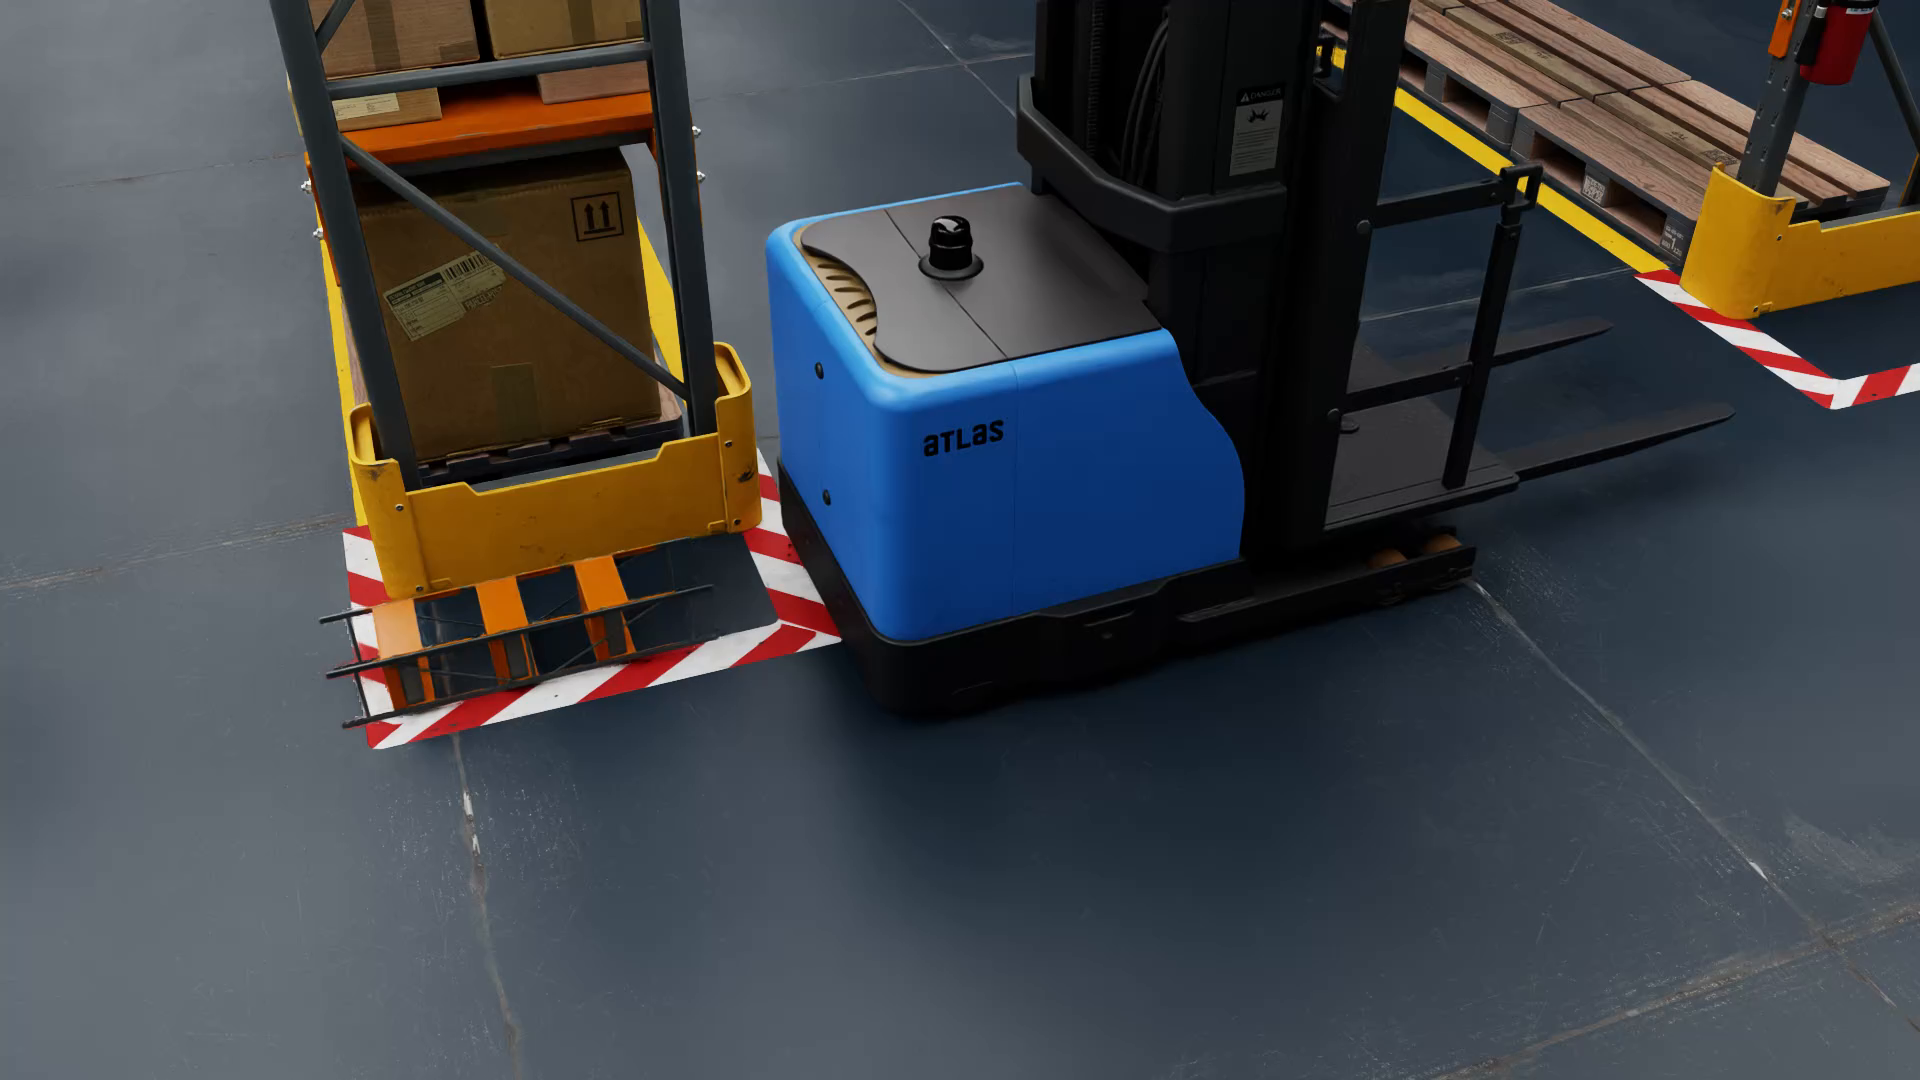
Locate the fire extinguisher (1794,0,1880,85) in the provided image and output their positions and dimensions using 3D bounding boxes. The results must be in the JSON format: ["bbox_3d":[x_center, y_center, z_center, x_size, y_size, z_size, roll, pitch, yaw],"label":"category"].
[{"bbox_3d":[3.043,-1.899,5.652,0.296,0.674,0.183,-12,39,-16],"label":"fire extinguisher"}]

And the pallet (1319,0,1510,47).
[{"bbox_3d":[2.331,-2.996,9.052,1.003,0.211,1.213,-12,39,-16],"label":"pallet"}]

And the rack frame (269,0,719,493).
[{"bbox_3d":[-1.232,-1.232,4.393,1.000,3.000,0.127,-12,39,-16],"label":"rack frame"}]

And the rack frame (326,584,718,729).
[{"bbox_3d":[-1.193,0.320,4.621,1.050,0.200,0.008,-13,39,-17],"label":"rack frame"}]

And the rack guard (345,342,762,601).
[{"bbox_3d":[-1.224,-0.220,5.127,1.175,0.500,0.348,-12,39,-16],"label":"rack guard"}]

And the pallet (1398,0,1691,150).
[{"bbox_3d":[2.755,-2.306,8.136,1.003,0.211,1.213,-12,39,-16],"label":"pallet"}]

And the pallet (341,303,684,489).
[{"bbox_3d":[-1.581,-0.554,5.810,1.003,0.211,1.213,-12,39,-16],"label":"pallet"}]

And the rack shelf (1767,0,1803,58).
[{"bbox_3d":[2.730,-3.100,7.471,1.077,0.370,4.000,-12,39,-16],"label":"rack shelf"}]

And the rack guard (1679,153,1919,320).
[{"bbox_3d":[3.439,-1.248,6.492,1.175,0.500,0.348,-12,39,-16],"label":"rack guard"}]

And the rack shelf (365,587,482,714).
[{"bbox_3d":[-1.491,0.311,4.633,0.259,0.215,0.240,-13,39,-17],"label":"rack shelf"}]

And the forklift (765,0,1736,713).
[{"bbox_3d":[1.012,-1.258,4.484,3.031,2.935,1.130,-14,39,-17],"label":"forklift"}]

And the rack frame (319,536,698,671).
[{"bbox_3d":[-1.281,0.183,4.803,1.050,0.200,0.008,-13,39,-17],"label":"rack frame"}]

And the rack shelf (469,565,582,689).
[{"bbox_3d":[-1.227,0.249,4.715,0.259,0.215,0.240,-13,39,-17],"label":"rack shelf"}]

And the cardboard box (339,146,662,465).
[{"bbox_3d":[-1.528,-0.896,5.364,0.875,0.875,0.875,-12,39,-16],"label":"cardboard box"}]

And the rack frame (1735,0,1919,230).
[{"bbox_3d":[3.418,-2.258,5.754,1.000,3.000,0.127,-12,39,-16],"label":"rack frame"}]

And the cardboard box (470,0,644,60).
[{"bbox_3d":[-1.144,-1.618,4.783,0.500,0.250,0.500,-13,39,-17],"label":"cardboard box"}]

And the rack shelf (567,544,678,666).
[{"bbox_3d":[-0.967,0.189,4.795,0.259,0.215,0.240,-13,39,-17],"label":"rack shelf"}]

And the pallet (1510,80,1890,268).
[{"bbox_3d":[3.171,-1.618,7.222,1.003,0.211,1.213,-12,39,-16],"label":"pallet"}]

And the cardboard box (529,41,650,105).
[{"bbox_3d":[-1.045,-1.401,4.825,0.380,0.149,0.250,-12,39,-15],"label":"cardboard box"}]

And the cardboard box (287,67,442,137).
[{"bbox_3d":[-1.664,-1.265,4.645,0.380,0.149,0.250,-12,39,-15],"label":"cardboard box"}]

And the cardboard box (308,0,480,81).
[{"bbox_3d":[-1.648,-1.510,4.639,0.500,0.250,0.500,-13,39,-17],"label":"cardboard box"}]

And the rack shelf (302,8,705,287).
[{"bbox_3d":[-1.921,-2.075,6.109,1.077,0.370,4.000,-12,39,-16],"label":"rack shelf"}]

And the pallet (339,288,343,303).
[{"bbox_3d":[-1.997,-1.242,6.723,1.003,0.211,1.213,-12,39,-16],"label":"pallet"}]

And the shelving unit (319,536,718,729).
[{"bbox_3d":[-1.237,0.252,4.712,1.050,0.215,0.252,-13,39,-17],"label":"shelving unit"}]
